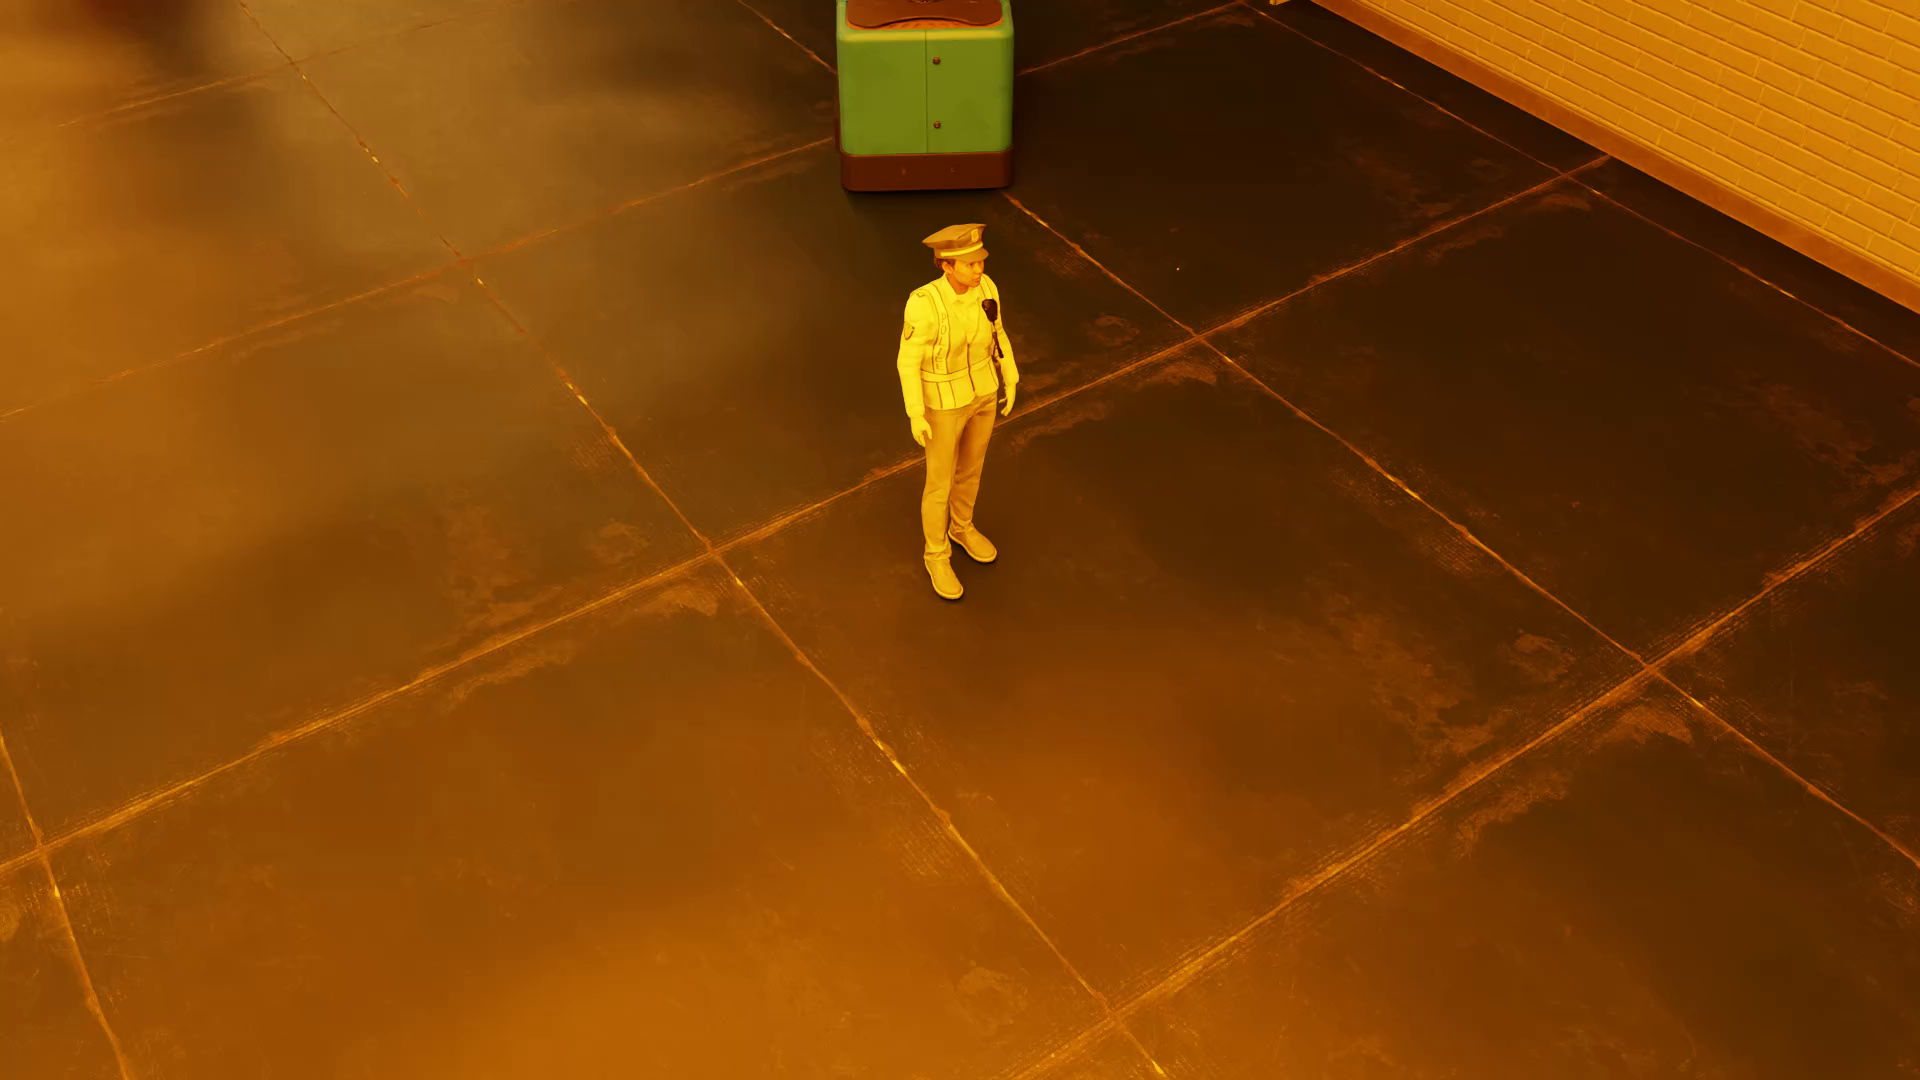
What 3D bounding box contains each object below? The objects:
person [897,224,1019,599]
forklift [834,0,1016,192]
[{"bbox_3d":[0.034,-0.588,7.255,0.587,1.695,0.531,-25,48,-25],"label":"person"},{"bbox_3d":[-0.265,-4.171,10.242,1.130,2.935,3.031,-2,43,-2],"label":"forklift"}]
